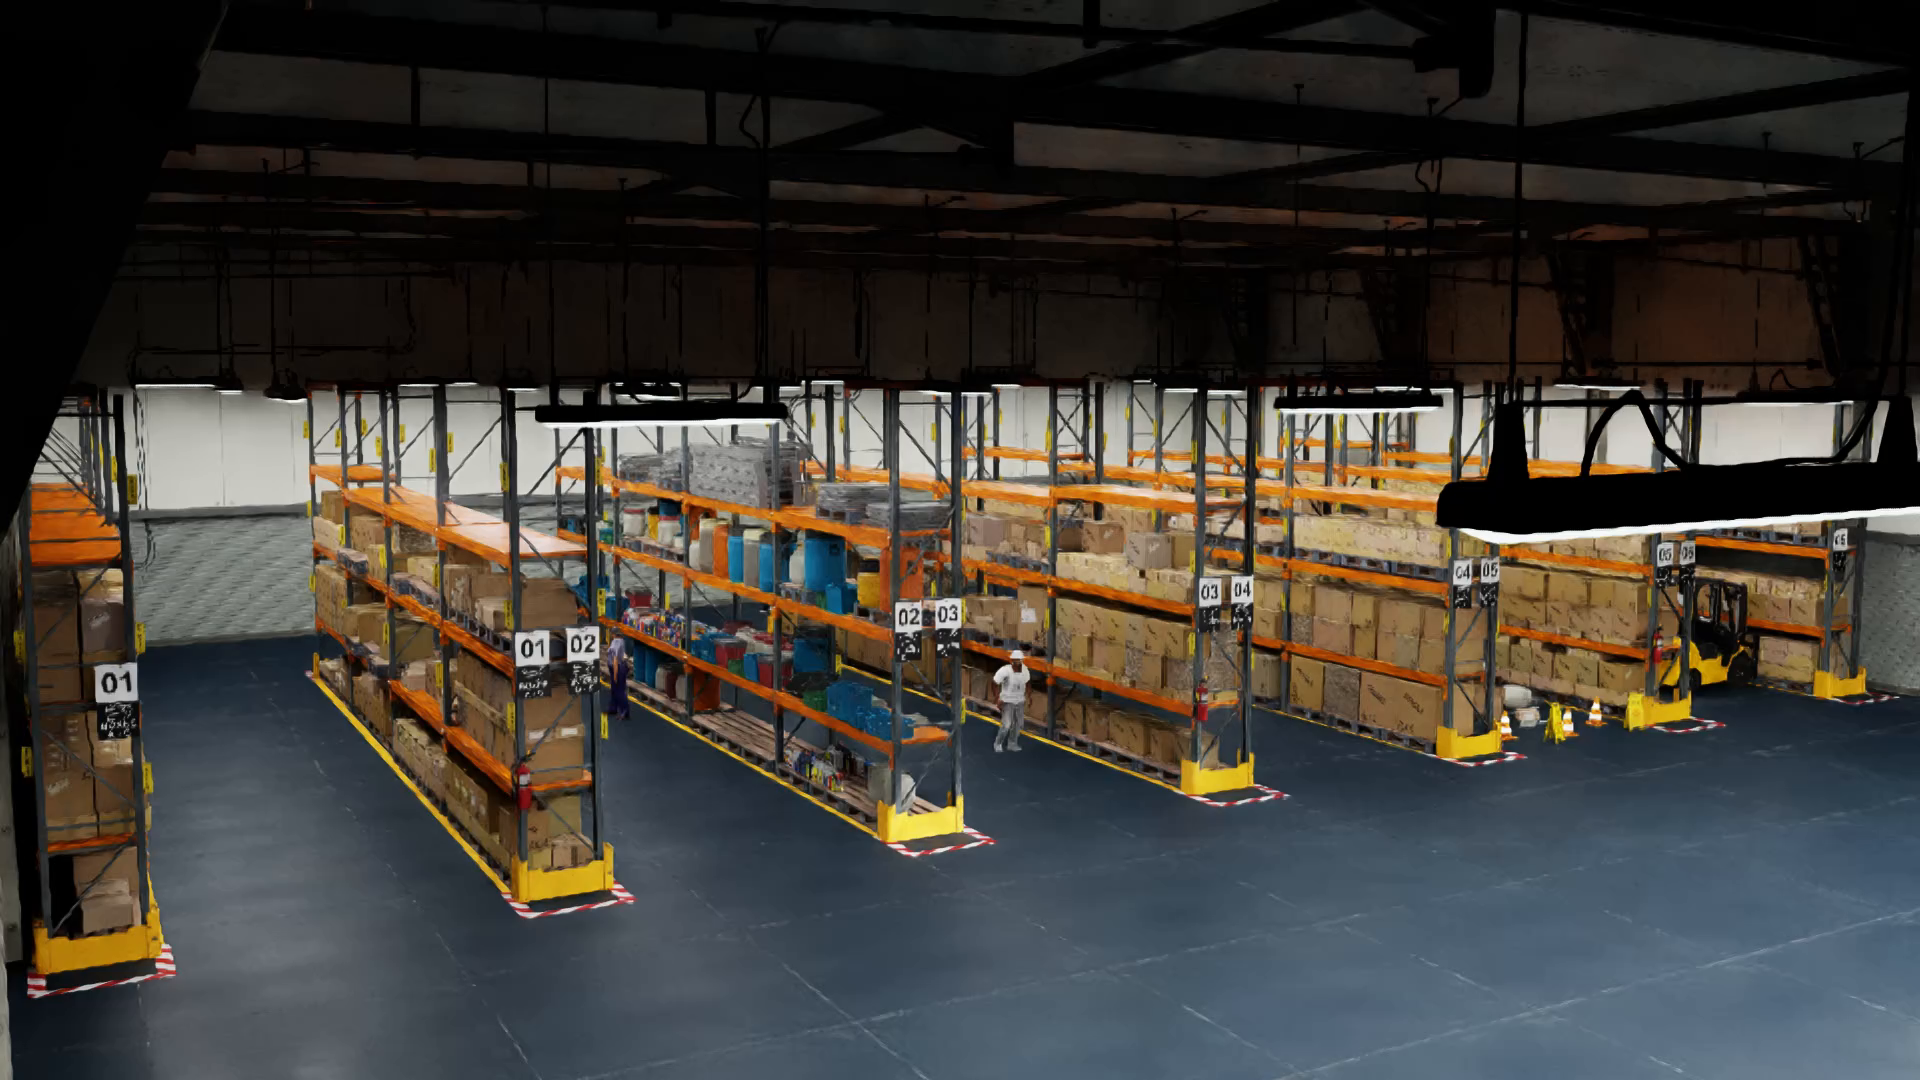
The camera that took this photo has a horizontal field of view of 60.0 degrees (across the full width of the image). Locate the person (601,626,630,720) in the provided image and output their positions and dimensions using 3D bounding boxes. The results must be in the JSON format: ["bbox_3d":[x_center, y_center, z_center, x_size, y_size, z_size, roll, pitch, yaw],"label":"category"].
[{"bbox_3d":[-6.173,2.350,29.678,0.567,1.644,0.660,0,6,-1],"label":"person"}]

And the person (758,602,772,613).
[{"bbox_3d":[-4.974,1.063,42.026,0.521,1.592,0.365,4,7,34],"label":"person"}]

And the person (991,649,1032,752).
[{"bbox_3d":[0.855,2.613,27.049,0.719,1.714,0.578,-4,7,-31],"label":"person"}]
